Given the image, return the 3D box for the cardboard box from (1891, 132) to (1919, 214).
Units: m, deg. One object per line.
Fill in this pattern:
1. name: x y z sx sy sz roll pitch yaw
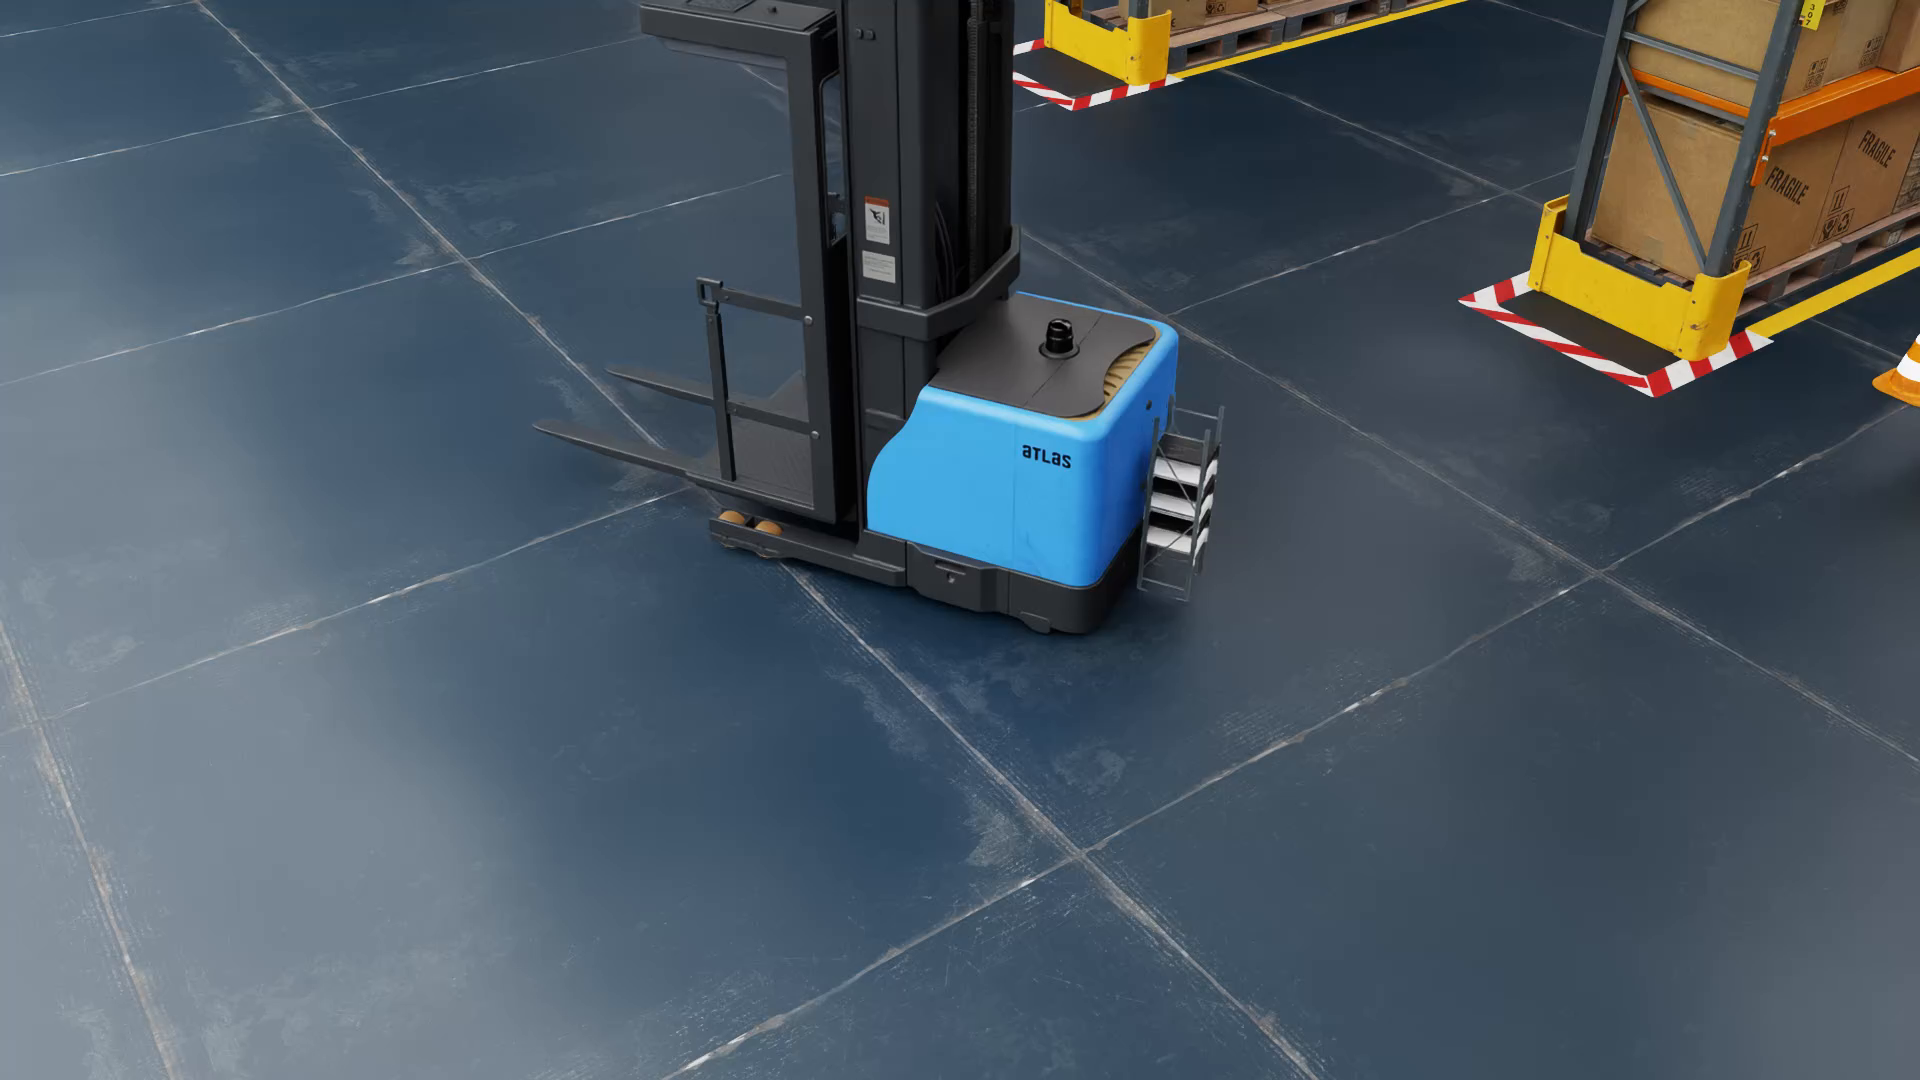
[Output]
1. cardboard box: 5.813 -2.695 10.389 0.875 0.875 0.875 -22 41 -28

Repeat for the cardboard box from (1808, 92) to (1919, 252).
1. cardboard box: 5.067 -2.390 9.963 0.875 0.875 0.875 -23 42 -29

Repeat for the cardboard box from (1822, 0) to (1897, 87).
1. cardboard box: 4.547 -2.928 9.123 0.550 0.550 0.875 -22 41 -28

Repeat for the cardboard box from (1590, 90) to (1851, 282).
1. cardboard box: 4.349 -2.093 9.551 0.875 0.875 0.875 -22 41 -28

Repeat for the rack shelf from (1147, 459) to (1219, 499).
1. rack shelf: 0.954 -0.291 7.127 0.258 0.077 0.200 15 38 18

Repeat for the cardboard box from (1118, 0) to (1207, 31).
1. cardboard box: 1.578 -4.284 12.919 0.500 0.500 0.500 -15 38 -20

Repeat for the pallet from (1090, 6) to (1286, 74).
1. pallet: 1.805 -4.076 13.237 1.213 0.211 1.003 -22 41 -28

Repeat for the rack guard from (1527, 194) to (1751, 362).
1. rack guard: 3.813 -1.502 9.410 0.348 0.500 1.175 -22 41 -28

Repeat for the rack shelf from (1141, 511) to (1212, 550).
1. rack shelf: 0.948 -0.073 7.286 0.258 0.077 0.200 15 38 18

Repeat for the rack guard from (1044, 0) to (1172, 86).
1. rack guard: 1.120 -3.937 12.796 0.348 0.500 1.175 -22 41 -28

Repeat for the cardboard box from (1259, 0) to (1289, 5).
1. cardboard box: 2.570 -4.703 13.501 0.500 0.500 0.500 -18 40 -24

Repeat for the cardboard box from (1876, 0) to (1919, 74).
1. cardboard box: 5.077 -3.056 9.302 0.550 0.550 0.875 -22 41 -28

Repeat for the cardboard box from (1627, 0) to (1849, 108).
1. cardboard box: 4.110 -2.732 8.852 0.550 0.550 0.875 -22 41 -28

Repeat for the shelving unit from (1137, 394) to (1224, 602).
1. shelving unit: 0.951 -0.172 7.213 0.258 0.900 0.210 15 38 18

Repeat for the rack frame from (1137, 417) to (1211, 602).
1. rack frame: 0.910 -0.118 7.138 0.240 0.900 0.006 15 38 18

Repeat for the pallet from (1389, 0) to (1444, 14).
1. pallet: 3.799 -4.897 14.378 1.213 0.211 1.003 -22 41 -28

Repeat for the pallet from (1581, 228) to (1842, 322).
1. pallet: 4.441 -1.699 9.932 1.213 0.211 1.003 -22 41 -28

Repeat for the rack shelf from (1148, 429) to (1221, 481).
1. rack shelf: 0.956 -0.363 7.073 0.258 0.077 0.200 15 38 18

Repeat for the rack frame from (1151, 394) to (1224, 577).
1. rack frame: 0.991 -0.227 7.289 0.240 0.900 0.006 15 38 18

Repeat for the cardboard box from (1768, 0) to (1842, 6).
1. cardboard box: 4.158 -3.131 8.481 0.550 0.550 0.875 -22 41 -28

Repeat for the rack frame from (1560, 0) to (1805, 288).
1. rack frame: 3.833 -2.525 8.692 0.127 3.000 1.000 -22 41 -28

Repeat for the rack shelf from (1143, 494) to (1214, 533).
1. rack shelf: 0.950 -0.145 7.233 0.258 0.077 0.200 15 38 18

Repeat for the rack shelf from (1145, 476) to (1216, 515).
1. rack shelf: 0.952 -0.218 7.180 0.258 0.077 0.200 15 38 18

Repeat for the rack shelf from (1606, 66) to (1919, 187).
1. rack shelf: 5.467 -2.906 9.837 4.000 0.370 1.077 -22 41 -28

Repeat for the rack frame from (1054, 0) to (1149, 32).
1. rack frame: 1.058 -4.926 12.031 0.127 3.000 1.000 -22 41 -28

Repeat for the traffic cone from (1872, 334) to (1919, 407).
1. traffic cone: 5.085 -0.996 8.739 0.334 0.463 0.336 -22 41 -28

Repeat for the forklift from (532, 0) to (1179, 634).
1. forklift: -0.593 -1.369 7.143 3.031 2.935 1.130 16 39 20

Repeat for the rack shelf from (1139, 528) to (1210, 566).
1. rack shelf: 0.946 0.000 7.340 0.258 0.077 0.200 15 38 18

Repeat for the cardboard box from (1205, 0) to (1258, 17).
1. cardboard box: 2.047 -4.501 13.221 0.500 0.500 0.500 -12 37 -16

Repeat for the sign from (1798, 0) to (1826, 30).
1. sign: 4.147 -2.642 8.045 0.005 0.325 0.100 -22 41 -28

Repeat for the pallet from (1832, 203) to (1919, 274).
1. pallet: 5.438 -2.107 10.499 1.213 0.211 1.003 -22 41 -28

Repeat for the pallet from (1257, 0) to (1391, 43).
1. pallet: 2.801 -4.484 13.804 1.213 0.211 1.003 -22 41 -28
